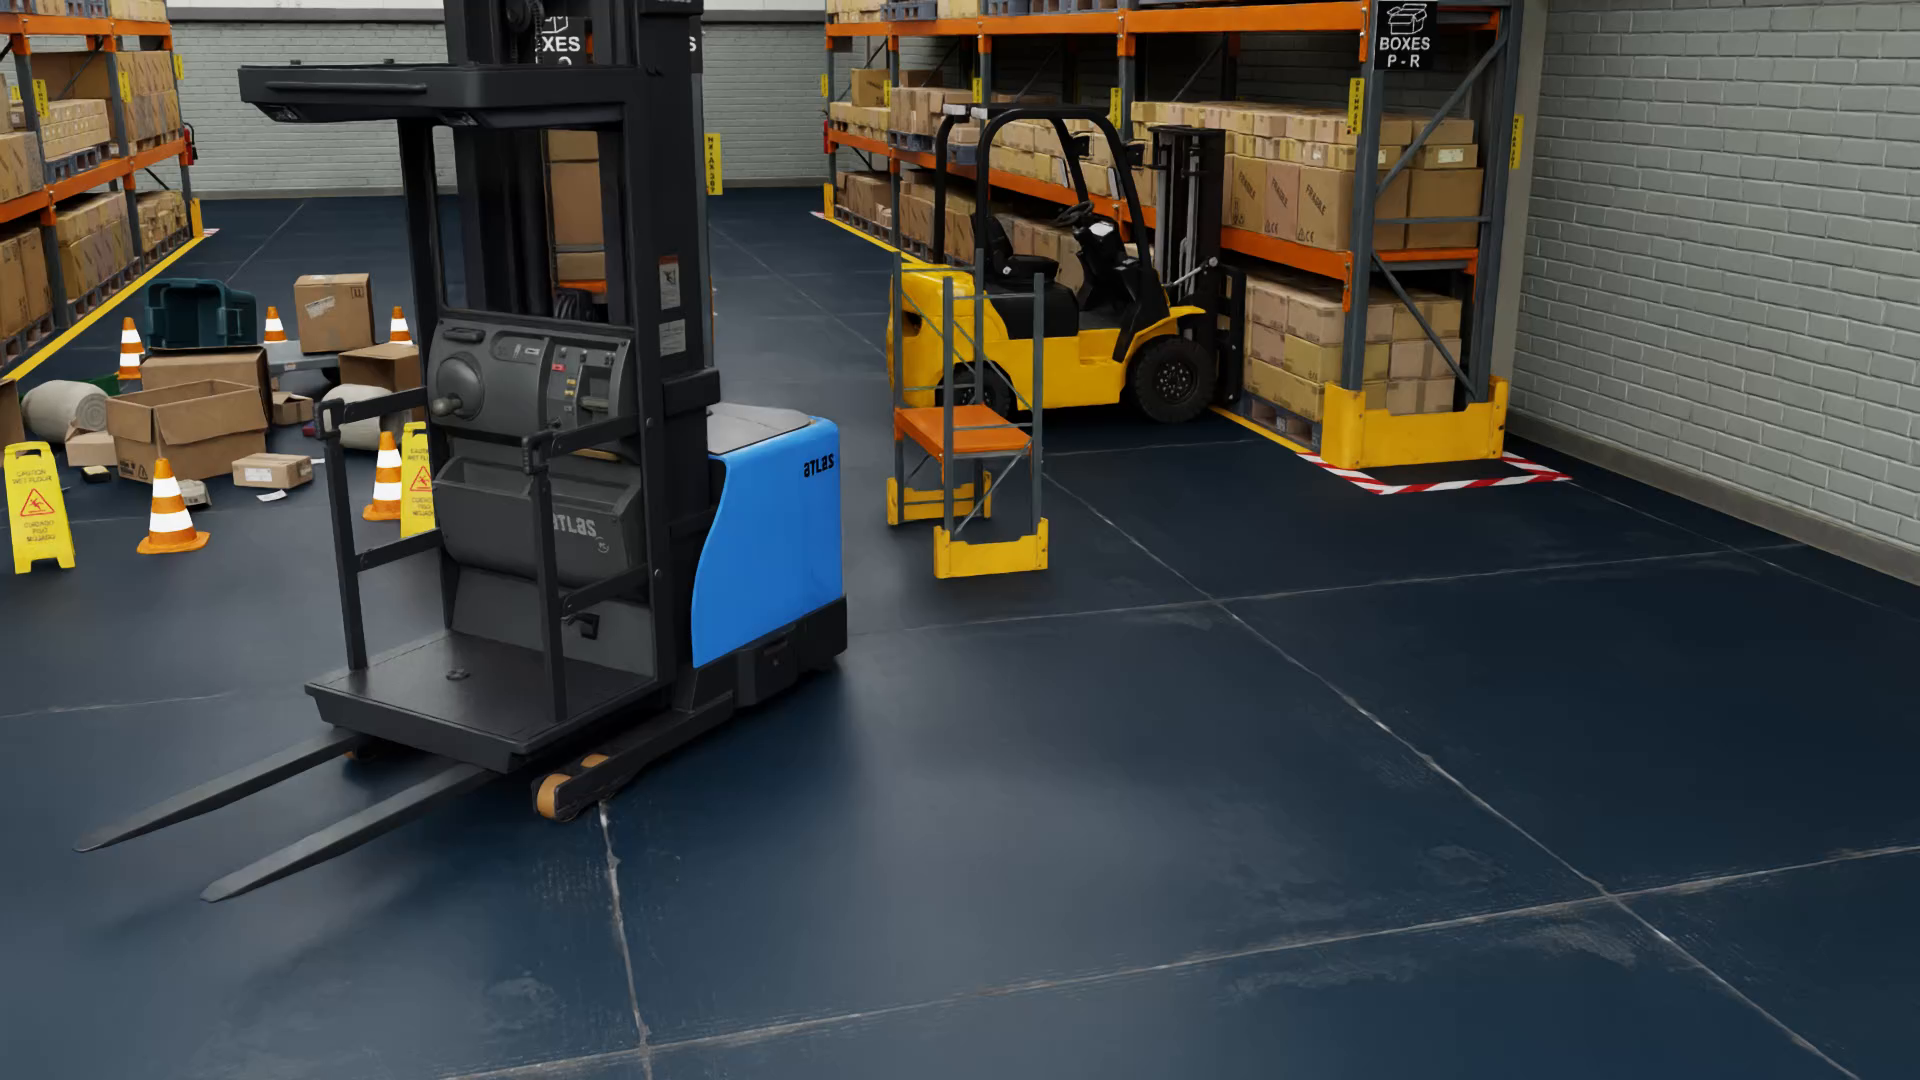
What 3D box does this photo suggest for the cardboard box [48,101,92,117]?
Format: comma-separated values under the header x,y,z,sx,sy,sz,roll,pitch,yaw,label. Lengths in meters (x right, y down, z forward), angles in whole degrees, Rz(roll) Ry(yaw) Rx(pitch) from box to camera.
x,y,z,sx,sy,sz,roll,pitch,yaw,label
-9.382,-4.533,17.502,0.380,0.149,0.250,-5,17,-15,cardboard box

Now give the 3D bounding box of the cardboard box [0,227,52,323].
x,y,z,sx,sy,sz,roll,pitch,yaw,label
-8.716,-2.323,14.653,1.050,0.750,0.750,-5,17,-16,cardboard box

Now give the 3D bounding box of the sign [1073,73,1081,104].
x,y,z,sx,sy,sz,roll,pitch,yaw,label
1.239,-4.787,17.662,0.100,0.325,0.005,-5,17,-15,sign

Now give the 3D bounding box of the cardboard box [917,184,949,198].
x,y,z,sx,sy,sz,roll,pitch,yaw,label
-0.319,-4.348,20.700,0.380,0.149,0.250,-6,18,-18,cardboard box

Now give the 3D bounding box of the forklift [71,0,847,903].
x,y,z,sx,sy,sz,roll,pitch,yaw,label
-1.662,-0.583,5.798,1.130,2.935,3.031,10,19,29,forklift

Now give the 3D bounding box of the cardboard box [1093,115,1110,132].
x,y,z,sx,sy,sz,roll,pitch,yaw,label
1.393,-3.659,14.617,0.380,0.149,0.250,-5,17,-15,cardboard box

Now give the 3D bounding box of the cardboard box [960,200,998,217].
x,y,z,sx,sy,sz,roll,pitch,yaw,label
0.222,-3.692,18.517,0.380,0.149,0.250,-6,18,-18,cardboard box

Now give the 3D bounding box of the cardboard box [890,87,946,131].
x,y,z,sx,sy,sz,roll,pitch,yaw,label
-0.476,-5.392,20.784,0.700,0.500,0.500,-4,17,-14,cardboard box

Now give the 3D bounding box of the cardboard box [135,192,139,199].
x,y,z,sx,sy,sz,roll,pitch,yaw,label
-10.987,-4.470,21.811,0.380,0.149,0.250,-4,17,-14,cardboard box

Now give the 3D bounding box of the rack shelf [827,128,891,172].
x,y,z,sx,sy,sz,roll,pitch,yaw,label
-0.943,-5.503,23.308,1.077,0.370,4.000,-5,17,-15,rack shelf

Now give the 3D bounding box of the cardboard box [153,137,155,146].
x,y,z,sx,sy,sz,roll,pitch,yaw,label
-10.365,-5.036,20.942,0.380,0.149,0.250,-5,18,-18,cardboard box

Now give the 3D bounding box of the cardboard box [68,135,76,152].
x,y,z,sx,sy,sz,roll,pitch,yaw,label
-9.093,-3.962,16.635,0.380,0.149,0.250,-4,17,-15,cardboard box

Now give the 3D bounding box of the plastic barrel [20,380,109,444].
x,y,z,sx,sy,sz,roll,pitch,yaw,label
-5.911,-0.842,11.020,0.512,0.421,0.421,7,18,23,plastic barrel

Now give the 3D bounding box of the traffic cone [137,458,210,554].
x,y,z,sx,sy,sz,roll,pitch,yaw,label
-4.199,-0.202,8.819,0.336,0.463,0.334,-5,17,-15,traffic cone

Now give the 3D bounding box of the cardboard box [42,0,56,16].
x,y,z,sx,sy,sz,roll,pitch,yaw,label
-8.843,-5.176,15.582,0.500,0.500,0.500,-5,17,-15,cardboard box

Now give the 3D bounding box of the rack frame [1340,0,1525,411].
x,y,z,sx,sy,sz,roll,pitch,yaw,label
2.904,-1.975,10.313,1.000,3.000,0.127,-5,17,-15,rack frame

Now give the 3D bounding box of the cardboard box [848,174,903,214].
x,y,z,sx,sy,sz,roll,pitch,yaw,label
-1.218,-4.988,23.960,0.700,0.500,0.500,-4,17,-13,cardboard box

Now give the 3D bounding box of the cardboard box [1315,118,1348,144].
x,y,z,sx,sy,sz,roll,pitch,yaw,label
2.506,-2.624,10.656,0.380,0.149,0.250,-5,17,-15,cardboard box

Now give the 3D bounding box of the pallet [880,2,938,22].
x,y,z,sx,sy,sz,roll,pitch,yaw,label
-0.282,-6.455,20.339,1.213,0.211,1.003,-5,17,-15,pallet

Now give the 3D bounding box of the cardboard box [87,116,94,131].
x,y,z,sx,sy,sz,roll,pitch,yaw,label
-9.379,-4.393,17.554,0.380,0.149,0.250,-5,18,-17,cardboard box

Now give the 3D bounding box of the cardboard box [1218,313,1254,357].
x,y,z,sx,sy,sz,roll,pitch,yaw,label
2.181,-1.489,11.877,0.500,0.250,0.500,-5,17,-17,cardboard box

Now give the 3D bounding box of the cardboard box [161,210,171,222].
x,y,z,sx,sy,sz,roll,pitch,yaw,label
-10.225,-4.085,21.044,0.380,0.149,0.250,-4,17,-12,cardboard box

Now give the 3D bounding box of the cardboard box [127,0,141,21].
x,y,z,sx,sy,sz,roll,pitch,yaw,label
-10.041,-6.279,19.687,0.500,0.250,0.500,-4,17,-13,cardboard box

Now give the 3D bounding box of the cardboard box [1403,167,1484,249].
x,y,z,sx,sy,sz,roll,pitch,yaw,label
3.035,-2.182,10.828,0.500,0.500,0.500,-4,17,-13,cardboard box

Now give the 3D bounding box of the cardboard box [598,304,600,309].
x,y,z,sx,sy,sz,roll,pitch,yaw,label
-2.263,-1.507,11.502,0.500,0.500,0.500,-4,17,-12,cardboard box

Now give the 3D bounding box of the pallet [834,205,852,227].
x,y,z,sx,sy,sz,roll,pitch,yaw,label
-1.252,-4.824,24.644,1.003,0.211,1.213,-5,17,-15,pallet

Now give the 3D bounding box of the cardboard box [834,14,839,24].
x,y,z,sx,sy,sz,roll,pitch,yaw,label
-1.629,-7.610,24.296,0.380,0.149,0.250,-4,17,-14,cardboard box

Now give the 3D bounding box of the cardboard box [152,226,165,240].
x,y,z,sx,sy,sz,roll,pitch,yaw,label
-10.083,-3.799,20.611,0.380,0.149,0.250,-5,17,-17,cardboard box

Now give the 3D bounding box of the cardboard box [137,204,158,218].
x,y,z,sx,sy,sz,roll,pitch,yaw,label
-10.013,-4.008,20.272,0.380,0.149,0.250,-4,17,-14,cardboard box

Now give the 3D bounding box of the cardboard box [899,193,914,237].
x,y,z,sx,sy,sz,roll,pitch,yaw,label
-0.477,-4.147,21.157,0.500,0.500,0.500,-4,17,-13,cardboard box

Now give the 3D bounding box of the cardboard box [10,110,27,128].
x,y,z,sx,sy,sz,roll,pitch,yaw,label
-8.739,-3.885,15.345,0.380,0.149,0.250,-5,17,-15,cardboard box

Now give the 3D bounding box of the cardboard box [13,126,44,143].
x,y,z,sx,sy,sz,roll,pitch,yaw,label
-8.737,-3.748,15.405,0.380,0.149,0.250,-4,17,-13,cardboard box

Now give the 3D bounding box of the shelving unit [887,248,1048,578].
x,y,z,sx,sy,sz,roll,pitch,yaw,label
0.021,-0.697,8.666,0.587,1.500,1.083,-5,17,-15,shelving unit

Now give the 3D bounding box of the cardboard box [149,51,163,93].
x,y,z,sx,sy,sz,roll,pitch,yaw,label
-10.340,-5.867,20.841,0.500,0.500,0.500,-4,17,-12,cardboard box

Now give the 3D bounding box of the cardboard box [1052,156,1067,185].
x,y,z,sx,sy,sz,roll,pitch,yaw,label
1.165,-3.407,15.340,0.500,0.250,0.500,-5,17,-15,cardboard box

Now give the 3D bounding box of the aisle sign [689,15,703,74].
x,y,z,sx,sy,sz,roll,pitch,yaw,label
-1.552,-2.834,8.653,0.394,0.787,0.004,-5,17,-15,aisle sign

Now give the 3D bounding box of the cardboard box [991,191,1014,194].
x,y,z,sx,sy,sz,roll,pitch,yaw,label
0.455,-4.025,19.624,0.380,0.149,0.250,-5,17,-15,cardboard box

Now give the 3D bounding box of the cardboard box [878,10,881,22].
x,y,z,sx,sy,sz,roll,pitch,yaw,label
-0.840,-6.755,21.447,0.380,0.149,0.250,-5,17,-15,cardboard box

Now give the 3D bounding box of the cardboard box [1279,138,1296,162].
x,y,z,sx,sy,sz,roll,pitch,yaw,label
2.371,-2.622,11.164,0.380,0.149,0.250,-5,17,-16,cardboard box

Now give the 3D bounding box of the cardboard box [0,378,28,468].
x,y,z,sx,sy,sz,roll,pitch,yaw,label
-6.285,-0.724,10.490,0.500,0.500,0.500,-2,17,-6,cardboard box

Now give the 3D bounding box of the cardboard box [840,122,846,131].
x,y,z,sx,sy,sz,roll,pitch,yaw,label
-1.552,-6.101,24.486,0.380,0.149,0.250,-4,17,-14,cardboard box

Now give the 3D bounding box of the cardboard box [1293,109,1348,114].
x,y,z,sx,sy,sz,roll,pitch,yaw,label
2.620,-3.016,11.960,0.380,0.149,0.250,-5,17,-15,cardboard box

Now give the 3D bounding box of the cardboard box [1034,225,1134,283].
x,y,z,sx,sy,sz,roll,pitch,yaw,label
1.236,-2.712,16.163,0.875,0.625,0.625,-5,18,-18,cardboard box

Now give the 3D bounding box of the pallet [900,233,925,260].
x,y,z,sx,sy,sz,roll,pitch,yaw,label
-0.134,-3.737,21.025,1.003,0.211,1.213,-5,17,-15,pallet

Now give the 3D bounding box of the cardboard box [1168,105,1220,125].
x,y,z,sx,sy,sz,roll,pitch,yaw,label
1.817,-3.256,12.760,0.380,0.149,0.250,-4,17,-14,cardboard box

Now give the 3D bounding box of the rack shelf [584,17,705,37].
x,y,z,sx,sy,sz,roll,pitch,yaw,label
-2.417,-3.227,10.517,1.077,0.370,4.000,-5,17,-15,rack shelf

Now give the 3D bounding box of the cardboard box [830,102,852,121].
x,y,z,sx,sy,sz,roll,pitch,yaw,label
-1.627,-6.324,24.536,0.500,0.250,0.500,-5,17,-15,cardboard box

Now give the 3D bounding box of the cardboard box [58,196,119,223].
x,y,z,sx,sy,sz,roll,pitch,yaw,label
-9.320,-3.515,17.752,0.500,0.250,0.500,-4,17,-13,cardboard box

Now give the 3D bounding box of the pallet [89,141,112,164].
x,y,z,sx,sy,sz,roll,pitch,yaw,label
-9.826,-4.167,17.943,1.003,0.211,1.213,-5,17,-15,pallet

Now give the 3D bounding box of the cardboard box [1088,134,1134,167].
x,y,z,sx,sy,sz,roll,pitch,yaw,label
1.424,-3.365,14.331,0.500,0.250,0.500,-5,17,-16,cardboard box

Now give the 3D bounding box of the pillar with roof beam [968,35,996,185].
x,y,z,sx,sy,sz,roll,pitch,yaw,label
-3.857,-8.091,20.245,9.100,9.000,0.400,-5,17,-15,pillar with roof beam

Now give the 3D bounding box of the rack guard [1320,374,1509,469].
x,y,z,sx,sy,sz,roll,pitch,yaw,label
2.911,-0.771,10.650,1.175,0.500,0.348,-5,17,-15,rack guard

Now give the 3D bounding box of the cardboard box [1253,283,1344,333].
x,y,z,sx,sy,sz,roll,pitch,yaw,label
2.332,-1.582,11.315,0.500,0.250,0.500,-4,17,-14,cardboard box

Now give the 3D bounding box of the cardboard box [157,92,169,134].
x,y,z,sx,sy,sz,roll,pitch,yaw,label
-10.340,-5.392,20.997,0.500,0.500,0.500,-5,17,-15,cardboard box
